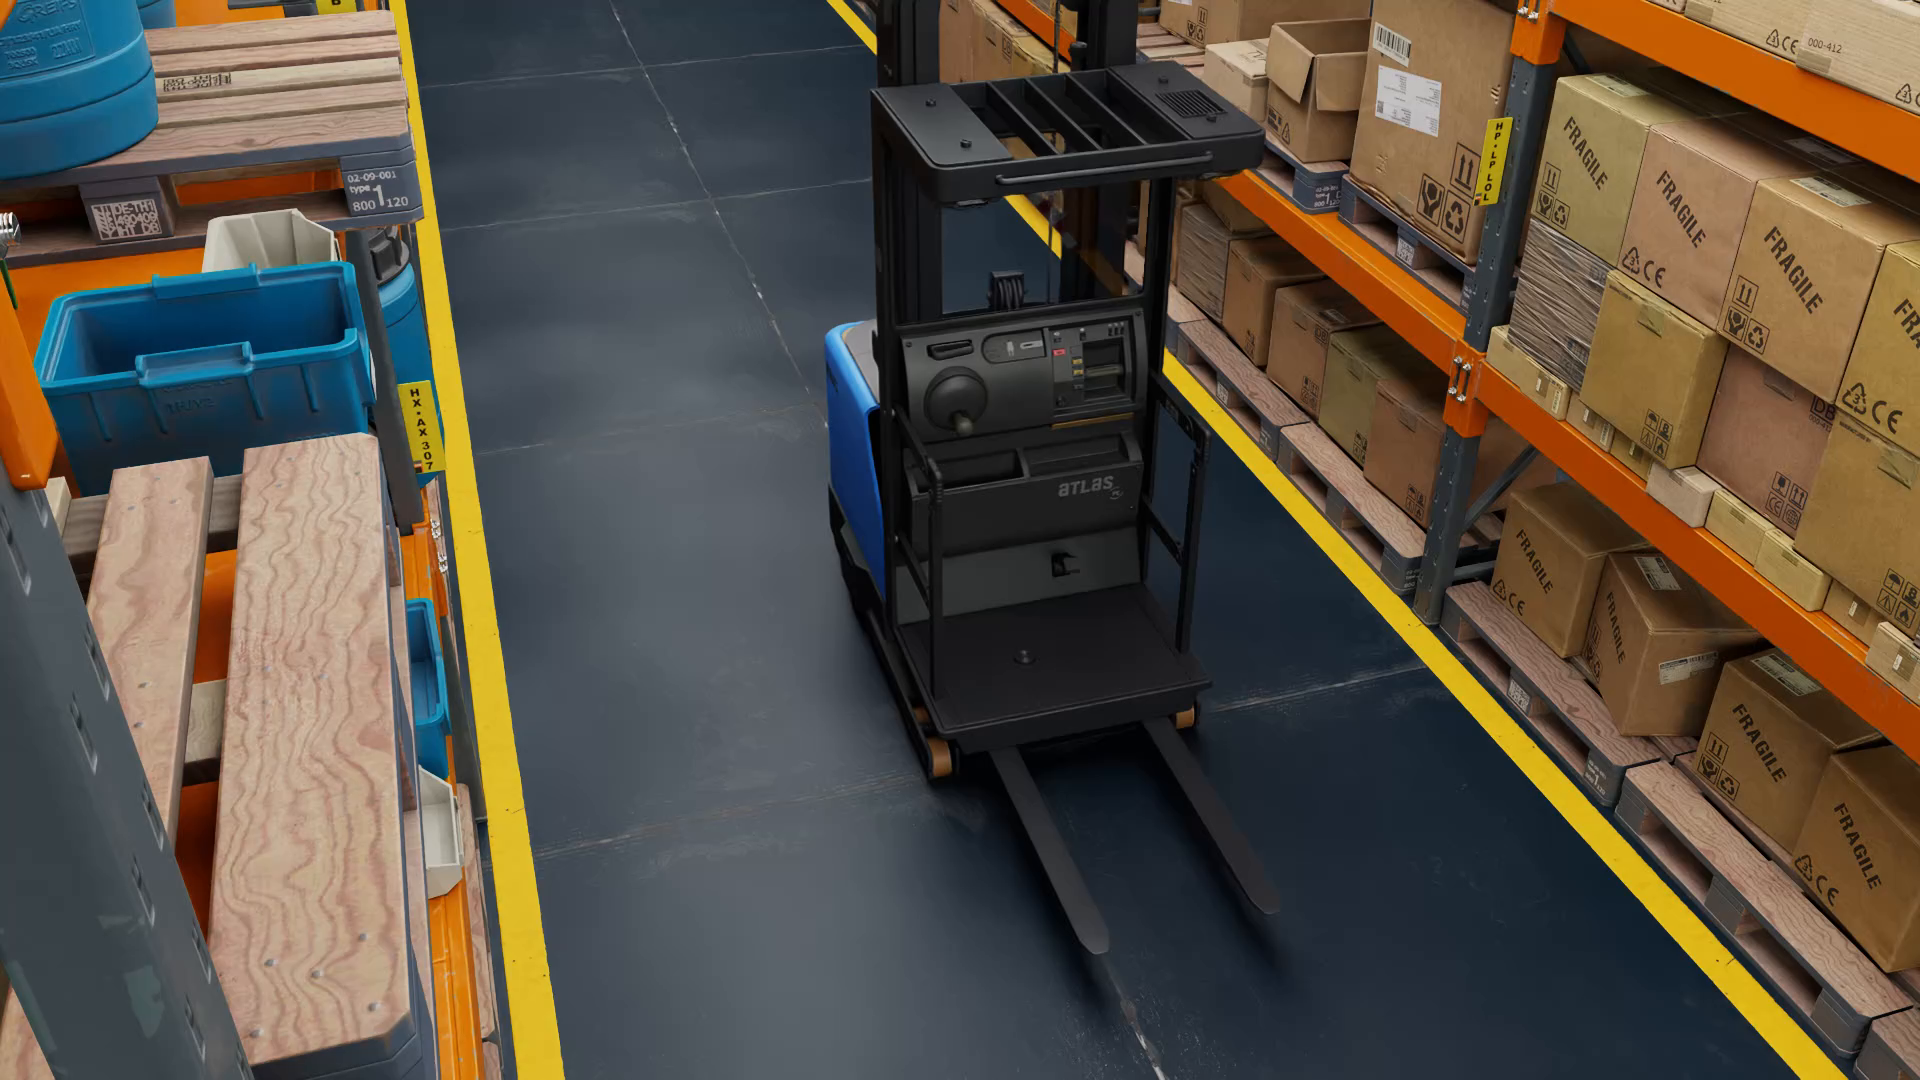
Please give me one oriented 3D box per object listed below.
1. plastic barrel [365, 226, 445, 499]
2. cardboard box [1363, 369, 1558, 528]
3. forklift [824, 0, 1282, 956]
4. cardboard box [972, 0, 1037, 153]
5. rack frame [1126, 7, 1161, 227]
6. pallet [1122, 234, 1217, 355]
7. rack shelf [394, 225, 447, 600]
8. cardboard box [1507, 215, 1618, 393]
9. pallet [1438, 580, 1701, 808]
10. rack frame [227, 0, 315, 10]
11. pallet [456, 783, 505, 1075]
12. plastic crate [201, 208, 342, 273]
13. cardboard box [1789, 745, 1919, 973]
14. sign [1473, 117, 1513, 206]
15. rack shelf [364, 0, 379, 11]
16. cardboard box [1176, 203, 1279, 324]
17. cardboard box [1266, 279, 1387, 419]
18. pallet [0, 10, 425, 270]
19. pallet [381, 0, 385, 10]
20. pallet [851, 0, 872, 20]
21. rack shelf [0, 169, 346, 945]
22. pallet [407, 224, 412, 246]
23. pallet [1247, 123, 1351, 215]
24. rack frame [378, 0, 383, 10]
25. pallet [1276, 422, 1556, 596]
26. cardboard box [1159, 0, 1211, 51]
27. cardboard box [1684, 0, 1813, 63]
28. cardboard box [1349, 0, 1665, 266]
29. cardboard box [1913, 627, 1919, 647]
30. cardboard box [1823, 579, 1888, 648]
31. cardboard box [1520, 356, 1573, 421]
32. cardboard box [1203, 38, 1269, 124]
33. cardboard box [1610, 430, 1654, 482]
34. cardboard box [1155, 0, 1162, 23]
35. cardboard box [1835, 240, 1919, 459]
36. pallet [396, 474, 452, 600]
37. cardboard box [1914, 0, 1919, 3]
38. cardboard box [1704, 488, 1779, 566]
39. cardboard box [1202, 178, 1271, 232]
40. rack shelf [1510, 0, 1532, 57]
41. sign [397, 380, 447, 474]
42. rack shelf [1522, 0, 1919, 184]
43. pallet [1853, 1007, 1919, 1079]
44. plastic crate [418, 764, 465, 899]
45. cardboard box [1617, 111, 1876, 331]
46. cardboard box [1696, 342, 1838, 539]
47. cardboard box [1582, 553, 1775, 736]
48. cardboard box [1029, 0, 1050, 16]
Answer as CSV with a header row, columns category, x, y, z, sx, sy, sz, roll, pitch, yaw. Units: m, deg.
category,x,y,z,sx,sy,sz,roll,pitch,yaw
plastic barrel,-2.076,-0.620,5.512,0.600,0.901,0.708,-10,35,-15
cardboard box,2.303,-0.456,7.588,0.700,0.500,0.500,-13,36,-18
forklift,0.310,-0.558,5.936,1.130,2.935,3.031,-9,35,-14
cardboard box,0.795,-3.213,11.439,1.225,0.875,0.875,-10,35,-15
rack frame,1.250,-3.090,9.705,1.000,3.000,0.127,-10,35,-15
pallet,1.487,-1.516,9.852,1.003,0.211,1.213,-10,35,-15
rack shelf,-2.857,-0.907,7.054,1.077,0.370,4.000,-10,35,-15
cardboard box,2.549,-0.909,6.044,0.875,0.500,0.500,-10,35,-15
pallet,2.709,0.521,6.771,1.003,0.211,1.213,-10,35,-15
rack frame,-2.247,-2.660,3.612,1.000,3.000,0.127,-10,35,-15
pallet,-2.081,1.366,5.491,1.003,0.211,1.213,-10,35,-15
plastic crate,-1.372,-0.523,3.339,0.243,0.136,0.396,-10,35,-15
cardboard box,3.128,1.008,5.391,0.500,0.500,0.500,-7,34,-10
sign,1.943,-1.377,6.063,0.100,0.325,0.005,-10,35,-15
rack shelf,-4.077,-3.007,10.232,1.077,0.370,4.000,-10,35,-15
cardboard box,1.655,-1.593,9.308,0.700,0.500,0.500,-13,36,-19
cardboard box,2.005,-1.003,8.416,0.700,0.500,0.500,-13,36,-19
pallet,-1.934,-0.967,3.943,1.213,0.211,1.003,-10,35,-15
pallet,-5.692,-4.854,14.904,1.003,0.211,1.213,-10,35,-15
pallet,-0.503,-5.080,15.247,1.003,0.211,1.213,-10,35,-15
rack shelf,-1.637,-0.058,3.048,1.077,0.370,4.000,-10,35,-15
pallet,-4.115,-2.140,10.797,1.003,0.211,1.213,-10,35,-15
pallet,1.893,-1.977,8.195,1.003,0.211,1.213,-10,35,-15
rack frame,-4.687,-4.357,11.623,1.000,3.000,0.127,-10,35,-15
pallet,2.231,-0.235,7.914,1.003,0.211,1.213,-10,35,-15
cardboard box,1.453,-3.030,9.143,0.500,0.500,0.500,-14,36,-21
cardboard box,2.530,-1.622,4.899,0.500,0.250,0.500,-10,35,-15
cardboard box,2.361,-1.856,6.912,1.000,1.000,1.000,-10,35,-14
cardboard box,3.171,0.139,4.458,0.875,0.500,0.500,-10,35,-15
cardboard box,2.839,0.188,4.973,0.380,0.149,0.250,-10,35,-15
cardboard box,2.313,-0.588,6.147,0.380,0.149,0.250,-10,35,-15
cardboard box,1.542,-2.284,8.240,0.500,0.250,0.500,-11,35,-16
cardboard box,2.501,-0.332,5.759,0.380,0.149,0.250,-10,35,-15
cardboard box,1.361,-3.432,10.133,0.500,0.500,0.500,-9,35,-13
cardboard box,2.834,-0.508,4.530,0.500,0.500,0.500,-10,35,-15
pallet,-2.899,-0.041,7.620,1.003,0.211,1.213,-10,35,-15
cardboard box,2.709,-1.444,4.268,0.380,0.149,0.250,-11,35,-16
cardboard box,2.654,-0.069,5.362,0.380,0.149,0.250,-10,35,-15
cardboard box,1.655,-1.920,9.122,0.500,0.250,0.500,-6,34,-9
rack shelf,1.860,-2.991,7.487,1.077,0.370,4.000,-10,35,-15
sign,-1.719,-0.359,5.321,0.100,0.325,0.005,-10,35,-15
rack shelf,3.080,-0.891,4.309,1.077,0.370,4.000,-10,35,-15
pallet,3.453,1.802,4.832,1.003,0.211,1.213,-10,35,-15
plastic crate,-1.510,0.763,4.113,0.530,0.136,0.437,-10,35,-15
cardboard box,2.519,-1.031,5.322,0.500,0.500,0.500,-10,35,-15
cardboard box,2.916,-0.395,5.266,0.875,0.500,0.500,-10,35,-15
cardboard box,2.736,0.394,6.319,0.500,0.500,0.500,0,33,1
cardboard box,0.717,-3.612,10.404,0.500,0.500,0.500,-10,35,-15
